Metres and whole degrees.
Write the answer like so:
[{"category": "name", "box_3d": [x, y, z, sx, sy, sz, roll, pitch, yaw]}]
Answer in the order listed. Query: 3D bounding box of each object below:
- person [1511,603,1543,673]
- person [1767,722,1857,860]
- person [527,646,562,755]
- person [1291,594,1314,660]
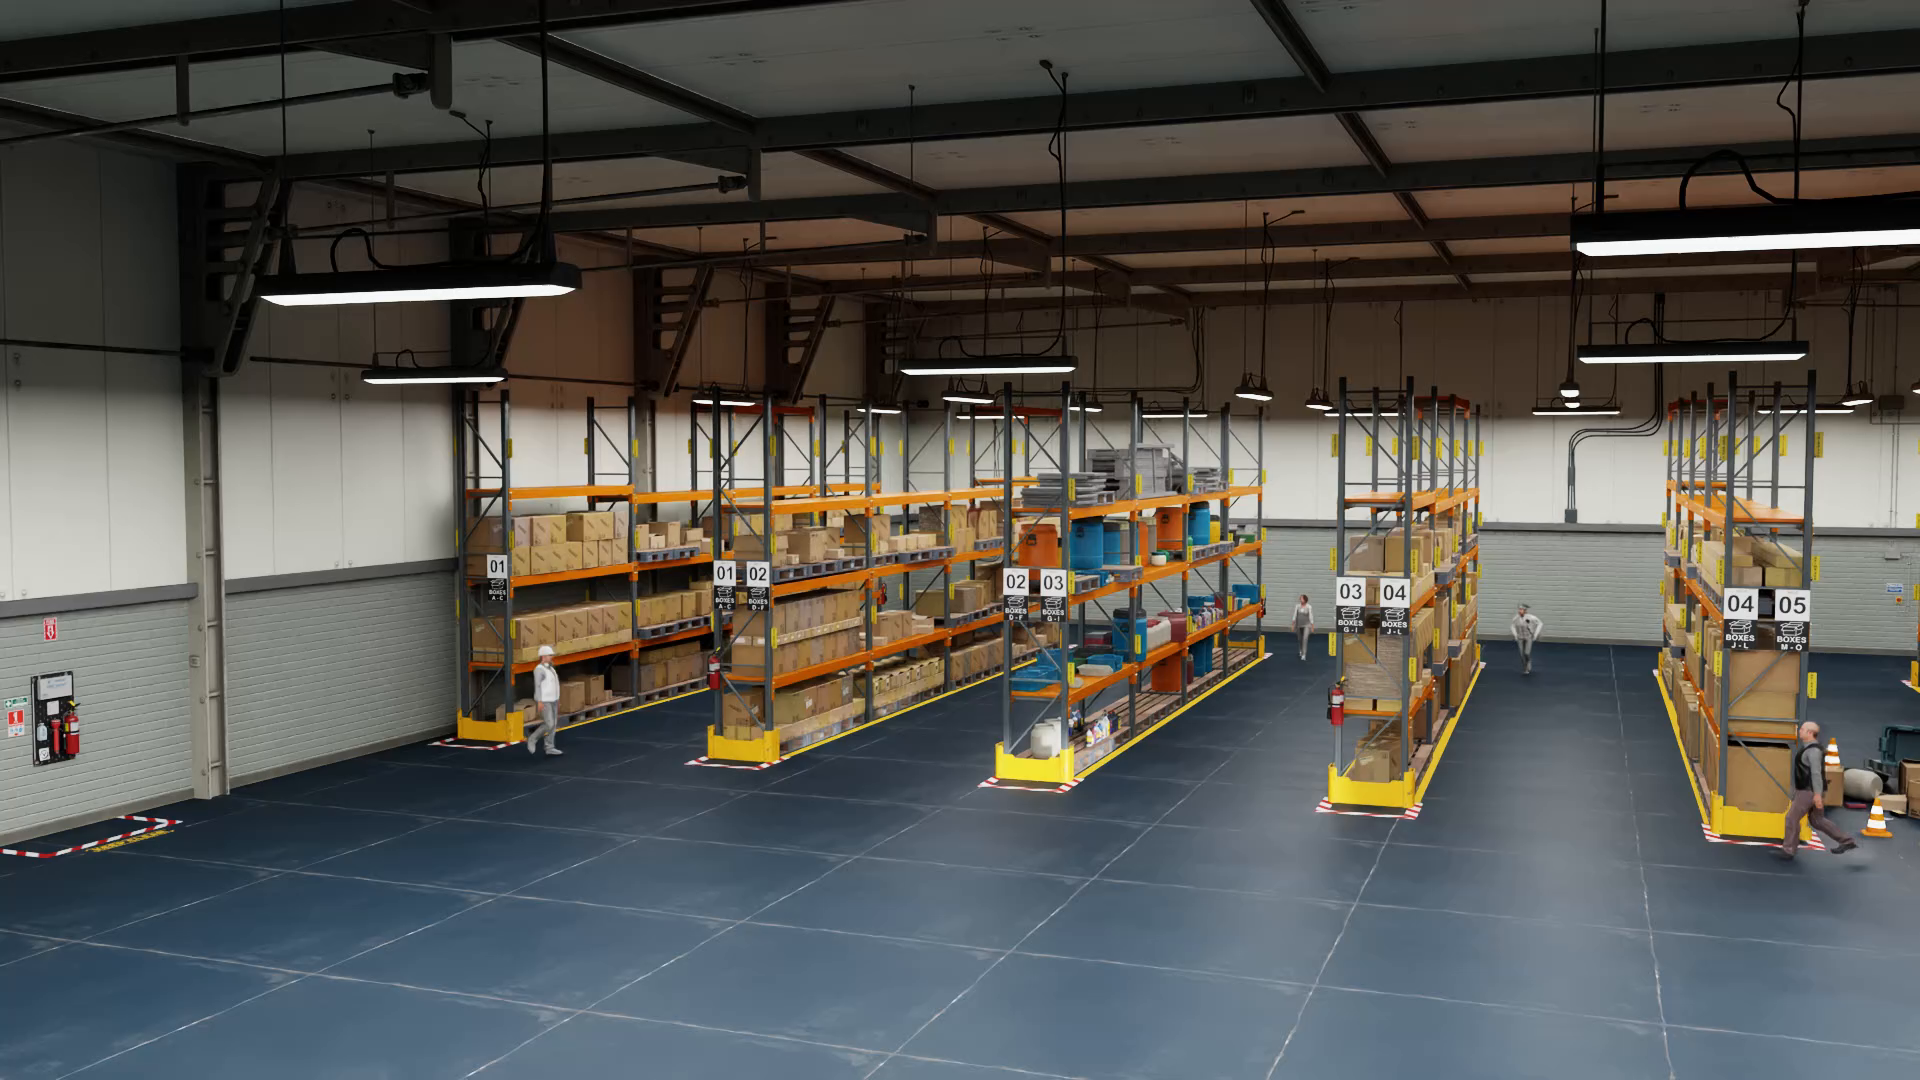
[{"category": "person", "box_3d": [12.564, 2.178, 36.851, 0.672, 1.600, 0.680, 2, 4, 30]}, {"category": "person", "box_3d": [10.346, 3.045, 20.157, 0.999, 1.686, 0.543, 1, 3, 20]}, {"category": "person", "box_3d": [-6.751, 2.608, 27.047, 0.532, 1.766, 0.555, 1, 3, 17]}, {"category": "person", "box_3d": [8.121, 2.048, 39.403, 0.499, 1.533, 0.998, 1, 3, 19]}]
